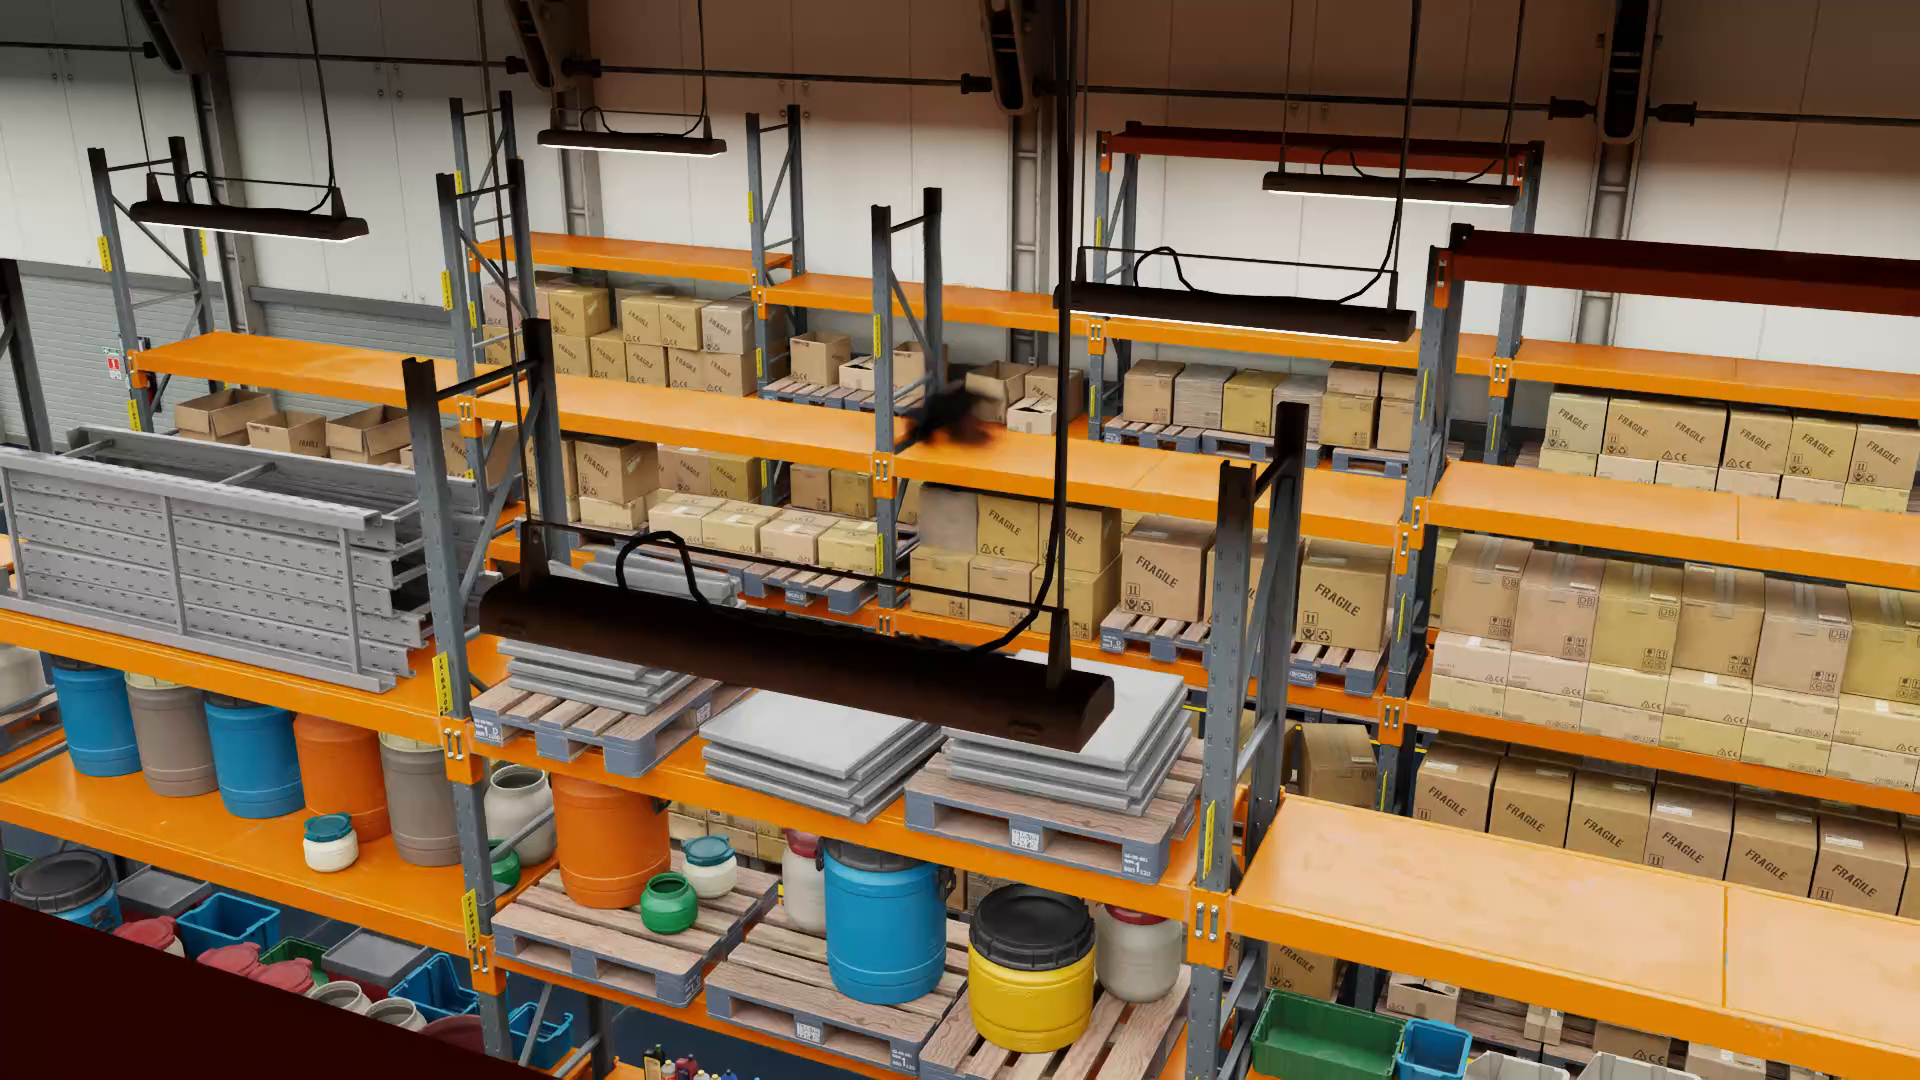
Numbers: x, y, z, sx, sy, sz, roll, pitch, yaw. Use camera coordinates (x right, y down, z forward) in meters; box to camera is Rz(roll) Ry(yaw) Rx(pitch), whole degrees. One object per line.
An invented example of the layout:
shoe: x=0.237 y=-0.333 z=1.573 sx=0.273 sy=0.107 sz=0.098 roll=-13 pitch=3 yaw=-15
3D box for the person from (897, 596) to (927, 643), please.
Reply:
person: x=-0.418 y=1.060 z=16.648 sx=0.764 sy=1.884 sz=0.685 roll=5 pitch=21 yaw=14
